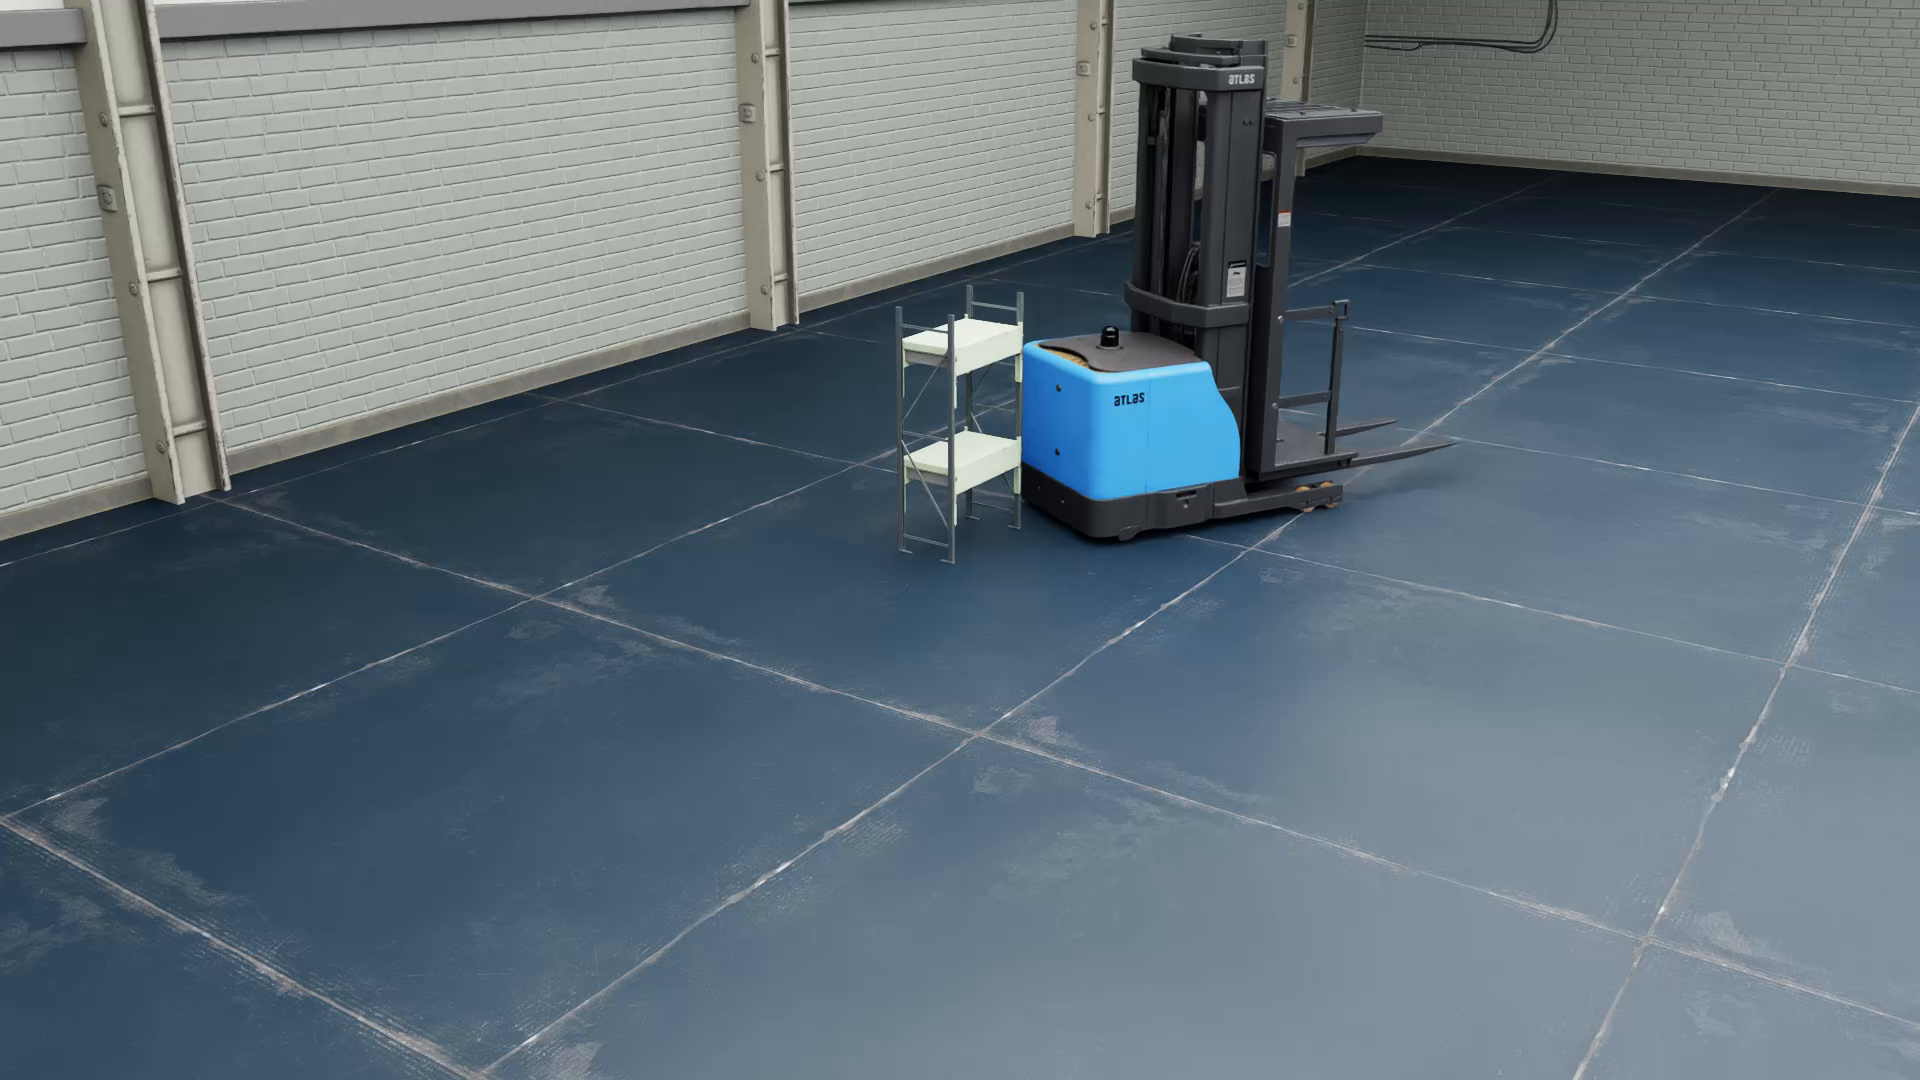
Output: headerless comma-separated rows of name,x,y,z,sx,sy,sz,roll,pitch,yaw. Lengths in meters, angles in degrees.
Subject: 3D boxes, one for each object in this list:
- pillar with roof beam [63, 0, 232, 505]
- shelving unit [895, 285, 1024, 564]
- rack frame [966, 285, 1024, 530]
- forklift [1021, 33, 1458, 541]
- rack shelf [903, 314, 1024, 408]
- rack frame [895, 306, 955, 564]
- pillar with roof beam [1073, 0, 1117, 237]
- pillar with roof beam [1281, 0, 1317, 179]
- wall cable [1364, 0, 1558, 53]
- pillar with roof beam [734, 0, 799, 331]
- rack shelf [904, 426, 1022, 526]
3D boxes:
pillar with roof beam,-1.579,-3.699,7.294,9.100,9.000,0.400,13,24,32
shelving unit,0.004,-0.705,10.010,0.431,1.500,0.755,13,24,32
rack frame,0.209,-0.810,10.294,0.400,1.500,0.023,13,24,32
forklift,1.924,-1.705,10.650,3.031,2.935,1.130,-10,22,-25
rack shelf,0.004,-1.071,9.875,0.431,0.370,0.720,13,24,32
rack frame,-0.202,-0.600,9.726,0.400,1.500,0.023,13,24,32
pillar with roof beam,5.166,-7.142,16.602,9.100,9.000,0.400,13,24,32
pillar with roof beam,8.539,-8.863,21.256,9.100,9.000,0.400,13,24,32
wall cable,7.729,-8.834,25.652,3.097,2.526,0.112,13,24,32
pillar with roof beam,1.794,-5.420,11.948,9.100,9.000,0.400,13,24,32
rack shelf,0.004,-0.400,10.123,0.431,0.370,0.720,13,24,32
